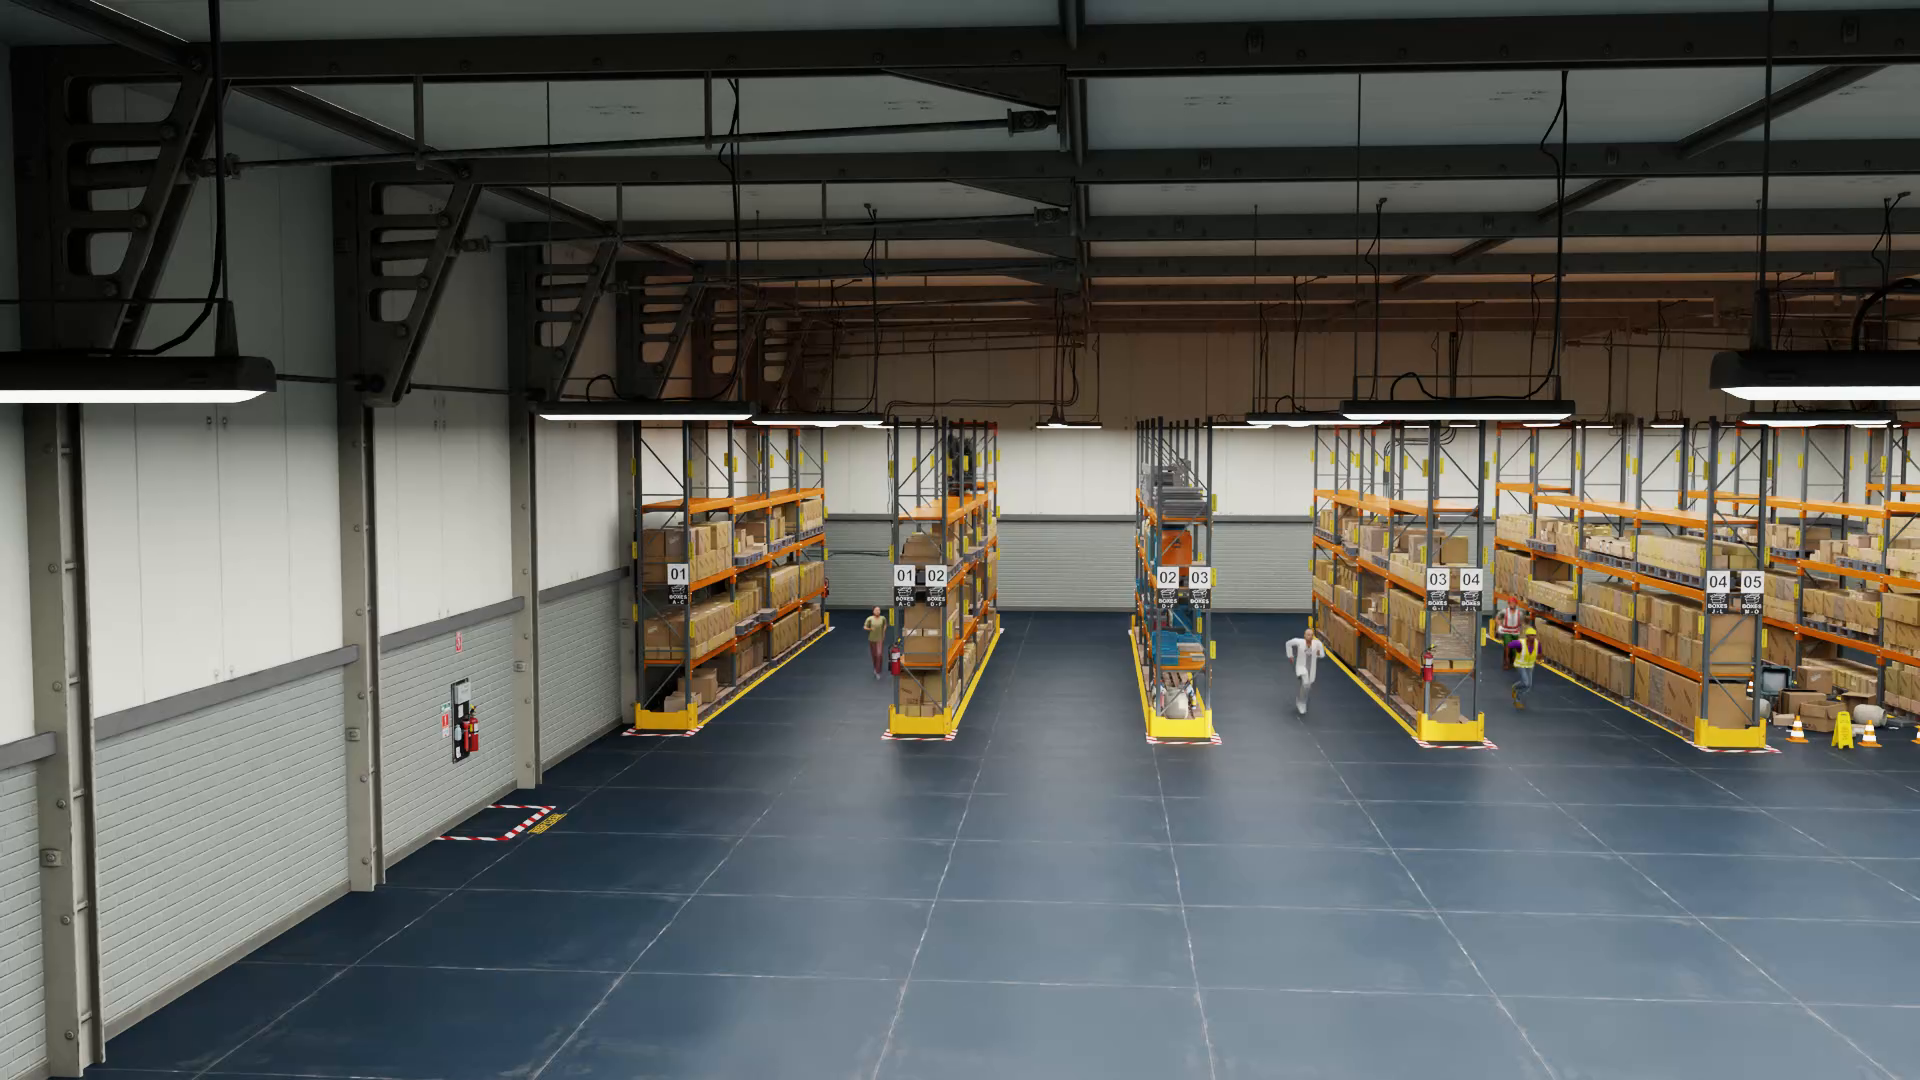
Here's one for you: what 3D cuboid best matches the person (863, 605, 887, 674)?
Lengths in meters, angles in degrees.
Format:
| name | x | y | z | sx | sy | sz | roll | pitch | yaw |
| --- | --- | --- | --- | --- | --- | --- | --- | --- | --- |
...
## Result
| name | x | y | z | sx | sy | sz | roll | pitch | yaw |
| --- | --- | --- | --- | --- | --- | --- | --- | --- | --- |
| person | -1.981 | 2.299 | 38.688 | 0.538 | 1.570 | 0.752 | 0 | 4 | -4 |

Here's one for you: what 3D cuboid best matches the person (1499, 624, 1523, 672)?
| name | x | y | z | sx | sy | sz | roll | pitch | yaw |
| --- | --- | --- | --- | --- | --- | --- | --- | --- | --- |
| person | 13.074 | 2.547 | 39.568 | 0.477 | 1.180 | 0.674 | 0 | 4 | 3 |

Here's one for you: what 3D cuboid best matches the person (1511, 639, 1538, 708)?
| name | x | y | z | sx | sy | sz | roll | pitch | yaw |
| --- | --- | --- | --- | --- | --- | --- | --- | --- | --- |
| person | 11.689 | 2.754 | 34.409 | 0.433 | 1.454 | 0.555 | -1 | 4 | -18 |

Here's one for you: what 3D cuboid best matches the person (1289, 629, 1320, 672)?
| name | x | y | z | sx | sy | sz | roll | pitch | yaw |
| --- | --- | --- | --- | --- | --- | --- | --- | --- | --- |
| person | 7.029 | 2.236 | 33.577 | 0.656 | 0.894 | 0.710 | -1 | 4 | -10 |
